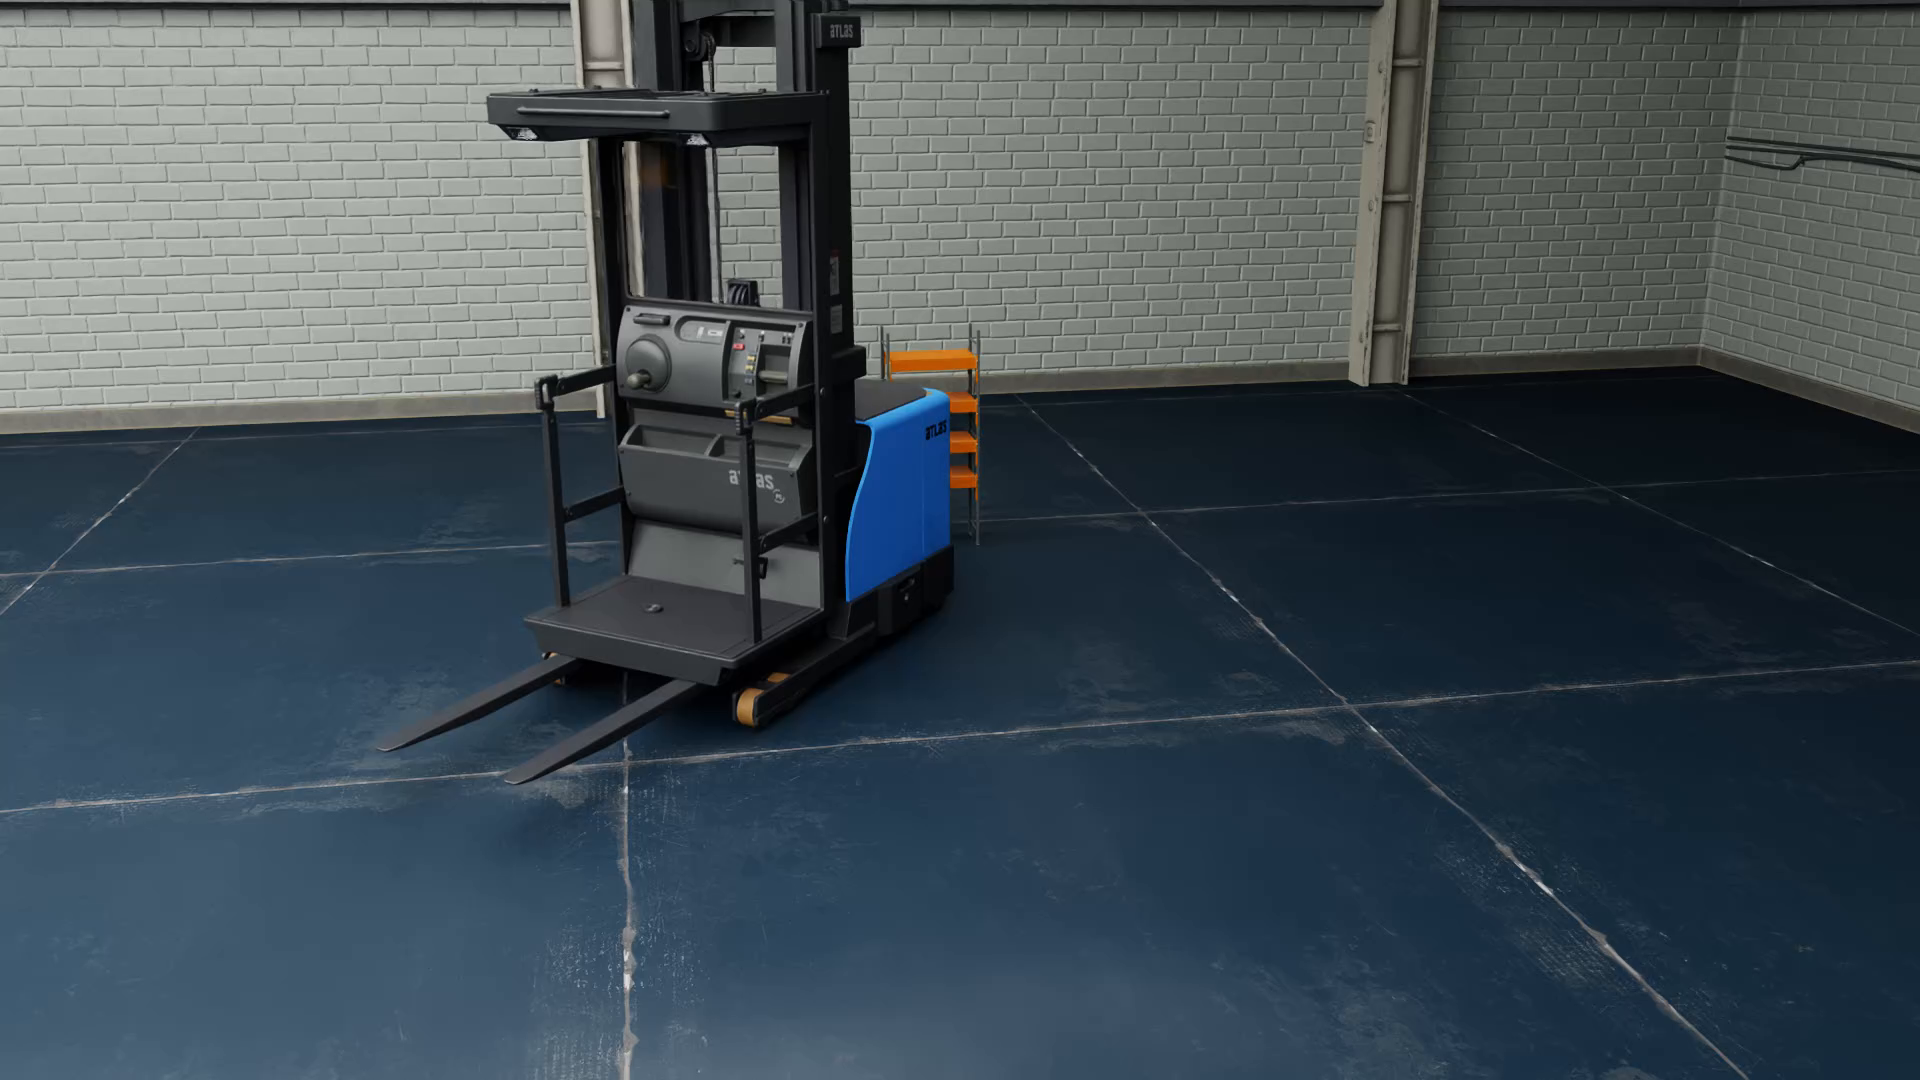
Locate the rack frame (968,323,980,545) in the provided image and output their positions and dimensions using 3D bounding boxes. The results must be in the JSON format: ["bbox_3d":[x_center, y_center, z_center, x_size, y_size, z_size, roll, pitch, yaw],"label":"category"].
[{"bbox_3d":[0.077,-0.578,9.150,0.015,1.200,0.240,-3,17,-10],"label":"rack frame"}]

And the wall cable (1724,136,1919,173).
[{"bbox_3d":[6.532,-3.887,11.930,0.112,2.526,3.097,-3,17,-10],"label":"wall cable"}]

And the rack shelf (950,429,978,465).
[{"bbox_3d":[-0.163,-0.500,9.125,0.480,0.148,0.258,-3,17,-10],"label":"rack shelf"}]

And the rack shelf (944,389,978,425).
[{"bbox_3d":[-0.163,-0.714,9.060,0.480,0.148,0.258,-3,17,-10],"label":"rack shelf"}]

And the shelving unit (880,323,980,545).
[{"bbox_3d":[-0.163,-0.564,9.106,0.503,1.200,0.258,-3,17,-10],"label":"shelving unit"}]

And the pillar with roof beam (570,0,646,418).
[{"bbox_3d":[-1.685,-4.013,7.052,0.400,9.000,9.100,-3,17,-10],"label":"pillar with roof beam"}]

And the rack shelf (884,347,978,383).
[{"bbox_3d":[-0.163,-0.940,8.990,0.480,0.148,0.258,-3,17,-10],"label":"rack shelf"}]

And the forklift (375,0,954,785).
[{"bbox_3d":[-1.152,-0.778,6.854,1.130,2.935,3.031,9,19,26],"label":"forklift"}]

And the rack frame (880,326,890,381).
[{"bbox_3d":[-0.402,-0.551,9.061,0.015,1.200,0.240,-3,17,-10],"label":"rack frame"}]

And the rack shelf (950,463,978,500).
[{"bbox_3d":[-0.163,-0.310,9.184,0.480,0.148,0.258,-3,17,-10],"label":"rack shelf"}]

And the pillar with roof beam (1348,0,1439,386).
[{"bbox_3d":[4.206,-4.348,8.140,0.400,9.000,9.100,-3,17,-10],"label":"pillar with roof beam"}]
